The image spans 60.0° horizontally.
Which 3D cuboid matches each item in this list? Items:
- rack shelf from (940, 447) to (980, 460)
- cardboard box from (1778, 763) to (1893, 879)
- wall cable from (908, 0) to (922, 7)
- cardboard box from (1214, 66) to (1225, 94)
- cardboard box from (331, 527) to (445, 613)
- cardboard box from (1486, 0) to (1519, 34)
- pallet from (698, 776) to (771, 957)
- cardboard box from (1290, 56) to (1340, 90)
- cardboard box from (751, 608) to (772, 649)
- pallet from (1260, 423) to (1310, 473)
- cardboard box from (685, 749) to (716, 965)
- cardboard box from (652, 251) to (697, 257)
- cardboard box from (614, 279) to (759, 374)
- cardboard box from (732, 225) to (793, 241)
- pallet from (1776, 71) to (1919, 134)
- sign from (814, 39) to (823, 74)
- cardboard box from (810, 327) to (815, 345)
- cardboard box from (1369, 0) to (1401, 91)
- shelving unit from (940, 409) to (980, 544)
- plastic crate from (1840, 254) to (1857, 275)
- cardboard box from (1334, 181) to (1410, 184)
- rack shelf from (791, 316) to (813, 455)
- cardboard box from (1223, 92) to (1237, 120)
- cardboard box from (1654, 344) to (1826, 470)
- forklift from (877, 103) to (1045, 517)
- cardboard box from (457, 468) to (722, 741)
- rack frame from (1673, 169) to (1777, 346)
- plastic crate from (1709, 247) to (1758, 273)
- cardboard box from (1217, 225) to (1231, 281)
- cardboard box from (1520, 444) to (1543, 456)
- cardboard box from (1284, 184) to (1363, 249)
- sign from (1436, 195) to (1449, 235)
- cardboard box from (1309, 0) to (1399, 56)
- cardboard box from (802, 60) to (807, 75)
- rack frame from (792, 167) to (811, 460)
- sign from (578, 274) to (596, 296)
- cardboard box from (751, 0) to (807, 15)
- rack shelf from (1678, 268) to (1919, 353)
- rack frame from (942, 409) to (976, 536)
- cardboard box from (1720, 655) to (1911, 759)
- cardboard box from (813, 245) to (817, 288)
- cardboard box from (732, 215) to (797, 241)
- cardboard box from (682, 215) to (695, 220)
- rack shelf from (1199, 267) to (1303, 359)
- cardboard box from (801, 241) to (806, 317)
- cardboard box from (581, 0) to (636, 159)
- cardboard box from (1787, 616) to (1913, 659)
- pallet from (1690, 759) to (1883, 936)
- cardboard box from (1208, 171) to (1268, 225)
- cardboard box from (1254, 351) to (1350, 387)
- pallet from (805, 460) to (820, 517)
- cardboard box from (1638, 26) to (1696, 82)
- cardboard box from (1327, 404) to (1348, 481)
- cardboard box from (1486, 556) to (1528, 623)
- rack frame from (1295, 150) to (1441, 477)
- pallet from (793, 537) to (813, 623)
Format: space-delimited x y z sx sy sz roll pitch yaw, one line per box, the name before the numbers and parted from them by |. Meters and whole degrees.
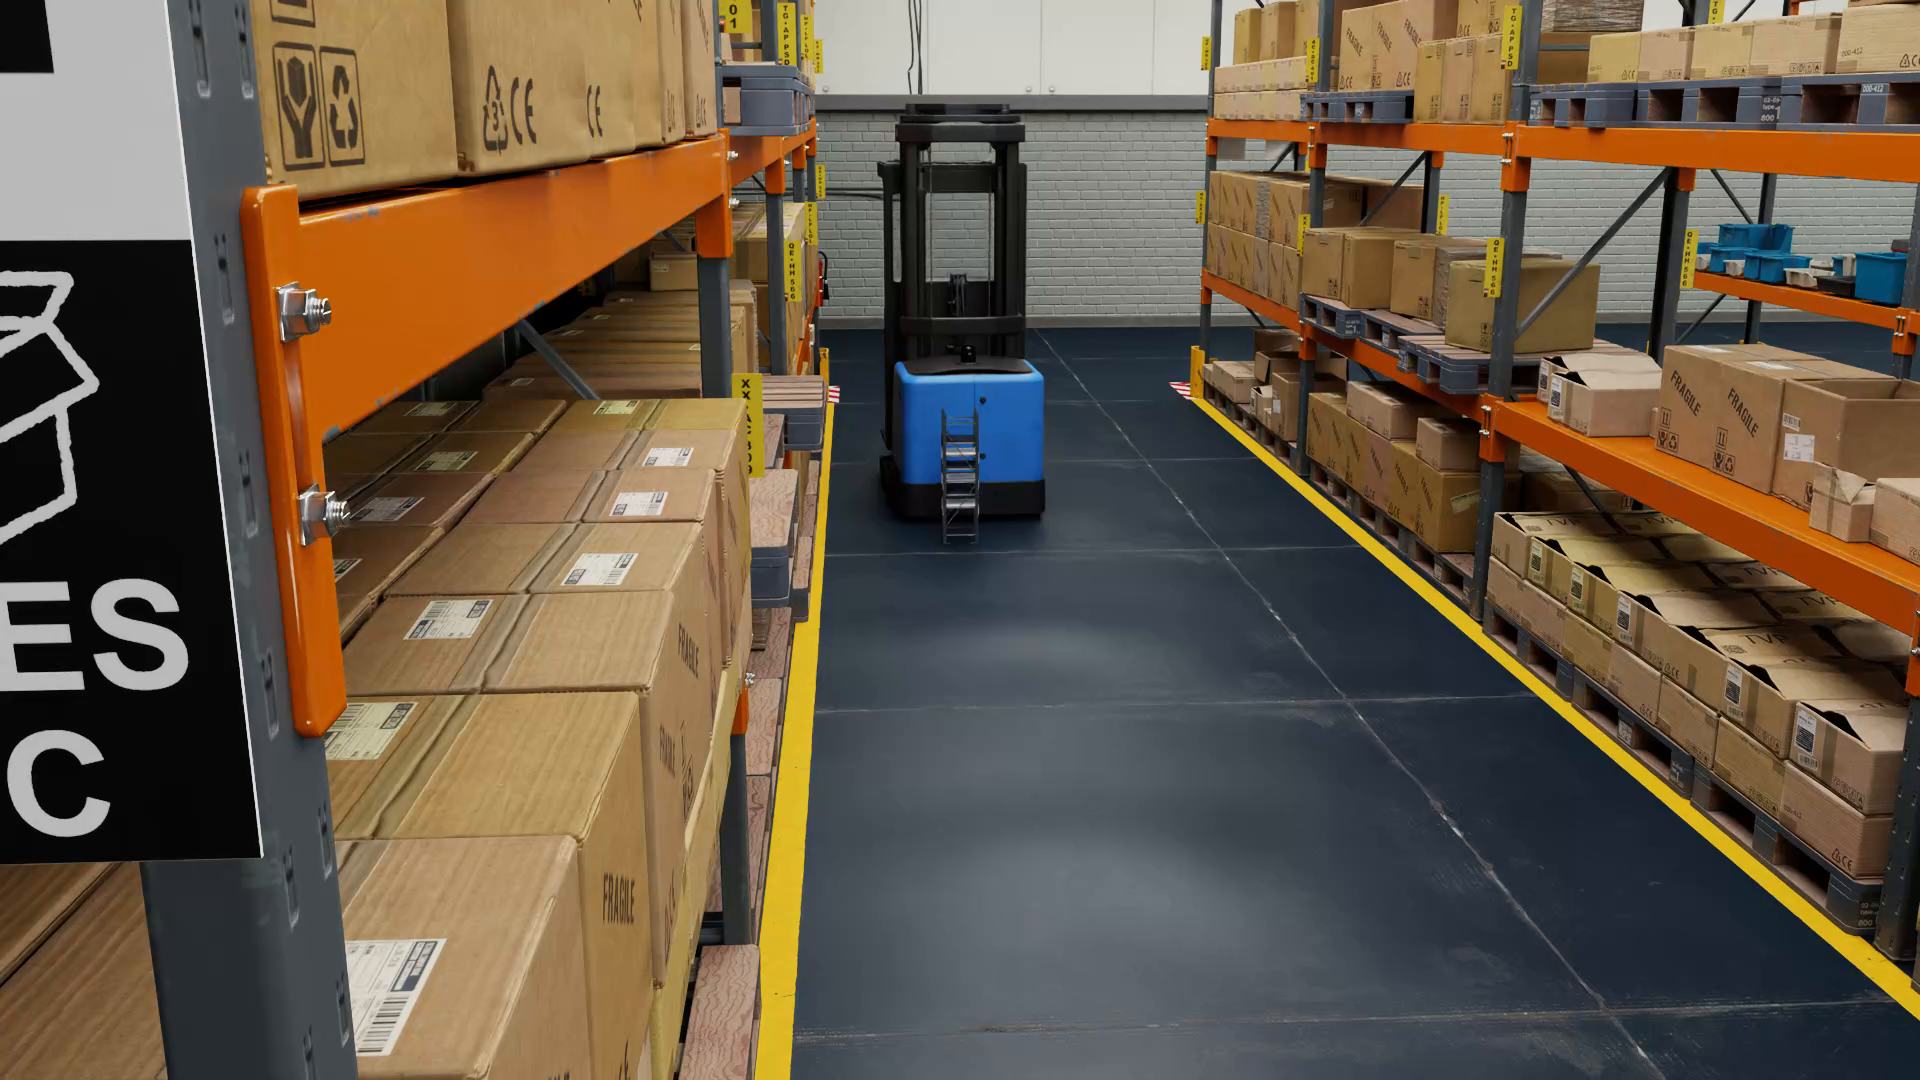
rack shelf | 0.000 -0.580 11.386 0.258 0.077 0.200 -1 14 -3
cardboard box | 3.430 1.030 6.180 0.500 0.250 0.500 -1 14 -4
wall cable | 0.764 -8.208 21.466 3.097 2.526 0.112 -1 14 -3
cardboard box | 2.774 -4.475 16.176 0.500 0.250 0.500 -1 14 -3
cardboard box | -1.281 0.279 3.178 0.500 0.500 0.500 -1 14 -3
cardboard box | 3.445 -3.216 9.777 0.500 0.500 0.500 -1 14 -3
pallet | -1.248 1.234 6.306 1.003 0.211 1.213 -1 14 -3
cardboard box | 2.948 -3.729 13.276 0.500 0.250 0.500 -1 14 -3
cardboard box | -1.350 0.258 8.636 0.700 0.500 0.500 -1 14 -3
pallet | 3.208 -0.810 14.251 1.003 0.211 1.213 -1 14 -3
cardboard box | -0.765 0.627 3.329 0.500 0.250 0.500 -1 14 -3
cardboard box | -1.395 -1.408 8.592 0.380 0.149 0.250 -3 15 -11
cardboard box | -1.407 -1.062 8.551 0.700 0.500 0.500 -3 15 -10
cardboard box | -1.251 -1.733 9.901 0.500 0.250 0.500 -1 14 -4
pallet | 3.678 -1.579 6.008 0.805 0.209 1.217 -1 15 -6
sign | -1.400 -4.755 16.350 0.100 0.325 0.005 -1 14 -3
cardboard box | -1.593 -1.949 15.952 0.380 0.149 0.250 0 14 -2
cardboard box | 3.271 -3.450 11.652 0.600 0.600 0.600 -1 14 -4
shelving unit | 0.000 -0.438 11.422 0.258 0.900 0.210 -1 14 -3
plastic crate | 8.283 -2.419 15.027 0.437 0.282 0.530 -1 14 -3
cardboard box | 3.469 -2.772 14.073 0.500 0.500 0.500 -1 14 -5
rack shelf | -1.570 -1.066 11.095 1.077 0.370 4.000 -1 14 -3
cardboard box | 2.798 -4.108 15.755 0.500 0.250 0.500 -1 14 -3
cardboard box | 3.618 -0.626 7.740 0.500 0.500 0.500 -2 15 -6
forklift | -0.066 -1.902 13.038 1.130 2.935 3.031 -2 15 -6
cardboard box | -0.804 0.139 3.721 0.500 0.500 0.500 -1 14 -5
rack frame | 7.946 -3.060 17.399 1.000 3.000 0.127 -1 14 -3
plastic crate | 7.673 -2.778 16.518 0.416 0.233 0.300 -1 14 -3
cardboard box | 2.803 -2.790 16.150 0.500 0.500 0.500 -1 14 -4
cardboard box | 3.690 -0.370 11.078 0.500 0.500 0.500 -1 14 -4
cardboard box | 2.960 -2.644 13.576 0.500 0.500 0.500 -1 14 -3
sign | 3.803 -2.560 13.132 0.100 0.325 0.005 -1 14 -3
cardboard box | 3.181 -4.095 13.196 0.700 0.500 0.500 -1 14 -3
cardboard box | -1.474 -3.720 13.202 0.500 0.250 0.500 -1 14 -4
rack frame | -1.694 -1.912 12.939 1.000 3.000 0.127 -1 14 -3
sign | -2.000 -1.469 8.891 0.100 0.325 0.005 -1 14 -3
cardboard box | -1.459 -4.089 13.131 0.500 0.500 0.500 -1 14 -4
rack shelf | 8.070 -2.214 15.556 1.077 0.370 4.000 -1 14 -3
rack frame | -0.007 -0.463 11.520 0.240 0.900 0.006 -1 14 -3
cardboard box | 3.396 0.631 6.604 0.500 0.311 0.500 0 14 -2
cardboard box | -1.844 -2.745 15.573 0.980 0.700 0.700 -1 14 -4
cardboard box | -1.324 -1.984 10.877 0.500 0.250 0.500 -1 14 -5
cardboard box | -1.823 -1.975 10.839 0.500 0.250 0.500 -1 14 -5
rack shelf | 3.126 -2.139 15.262 1.077 0.370 4.000 -1 14 -3
cardboard box | -1.373 -1.877 11.963 0.500 0.500 0.500 -1 14 -3
cardboard box | -0.756 -0.789 2.312 0.500 0.500 0.500 0 14 -1
cardboard box | 3.909 0.497 7.126 0.500 0.311 0.500 -1 14 -5
pallet | 3.661 1.168 6.564 1.003 0.211 1.213 -1 14 -3
cardboard box | 2.766 -3.403 16.524 0.500 0.500 0.500 0 14 -2
cardboard box | 3.128 -1.461 15.311 0.797 0.503 0.637 -1 14 -3
pallet | -1.571 -0.371 12.545 1.003 0.211 1.213 -1 14 -3
cardboard box | 3.632 -2.336 8.025 0.500 0.250 0.500 0 14 -2
cardboard box | 3.081 -0.736 12.499 0.500 0.500 0.500 -1 14 -3
cardboard box | 3.237 0.268 9.139 0.500 0.250 0.500 -1 14 -4
rack frame | 3.250 -1.990 13.239 1.000 3.000 0.127 -1 14 -3
pallet | -1.420 0.236 10.186 1.003 0.211 1.213 -1 14 -3
